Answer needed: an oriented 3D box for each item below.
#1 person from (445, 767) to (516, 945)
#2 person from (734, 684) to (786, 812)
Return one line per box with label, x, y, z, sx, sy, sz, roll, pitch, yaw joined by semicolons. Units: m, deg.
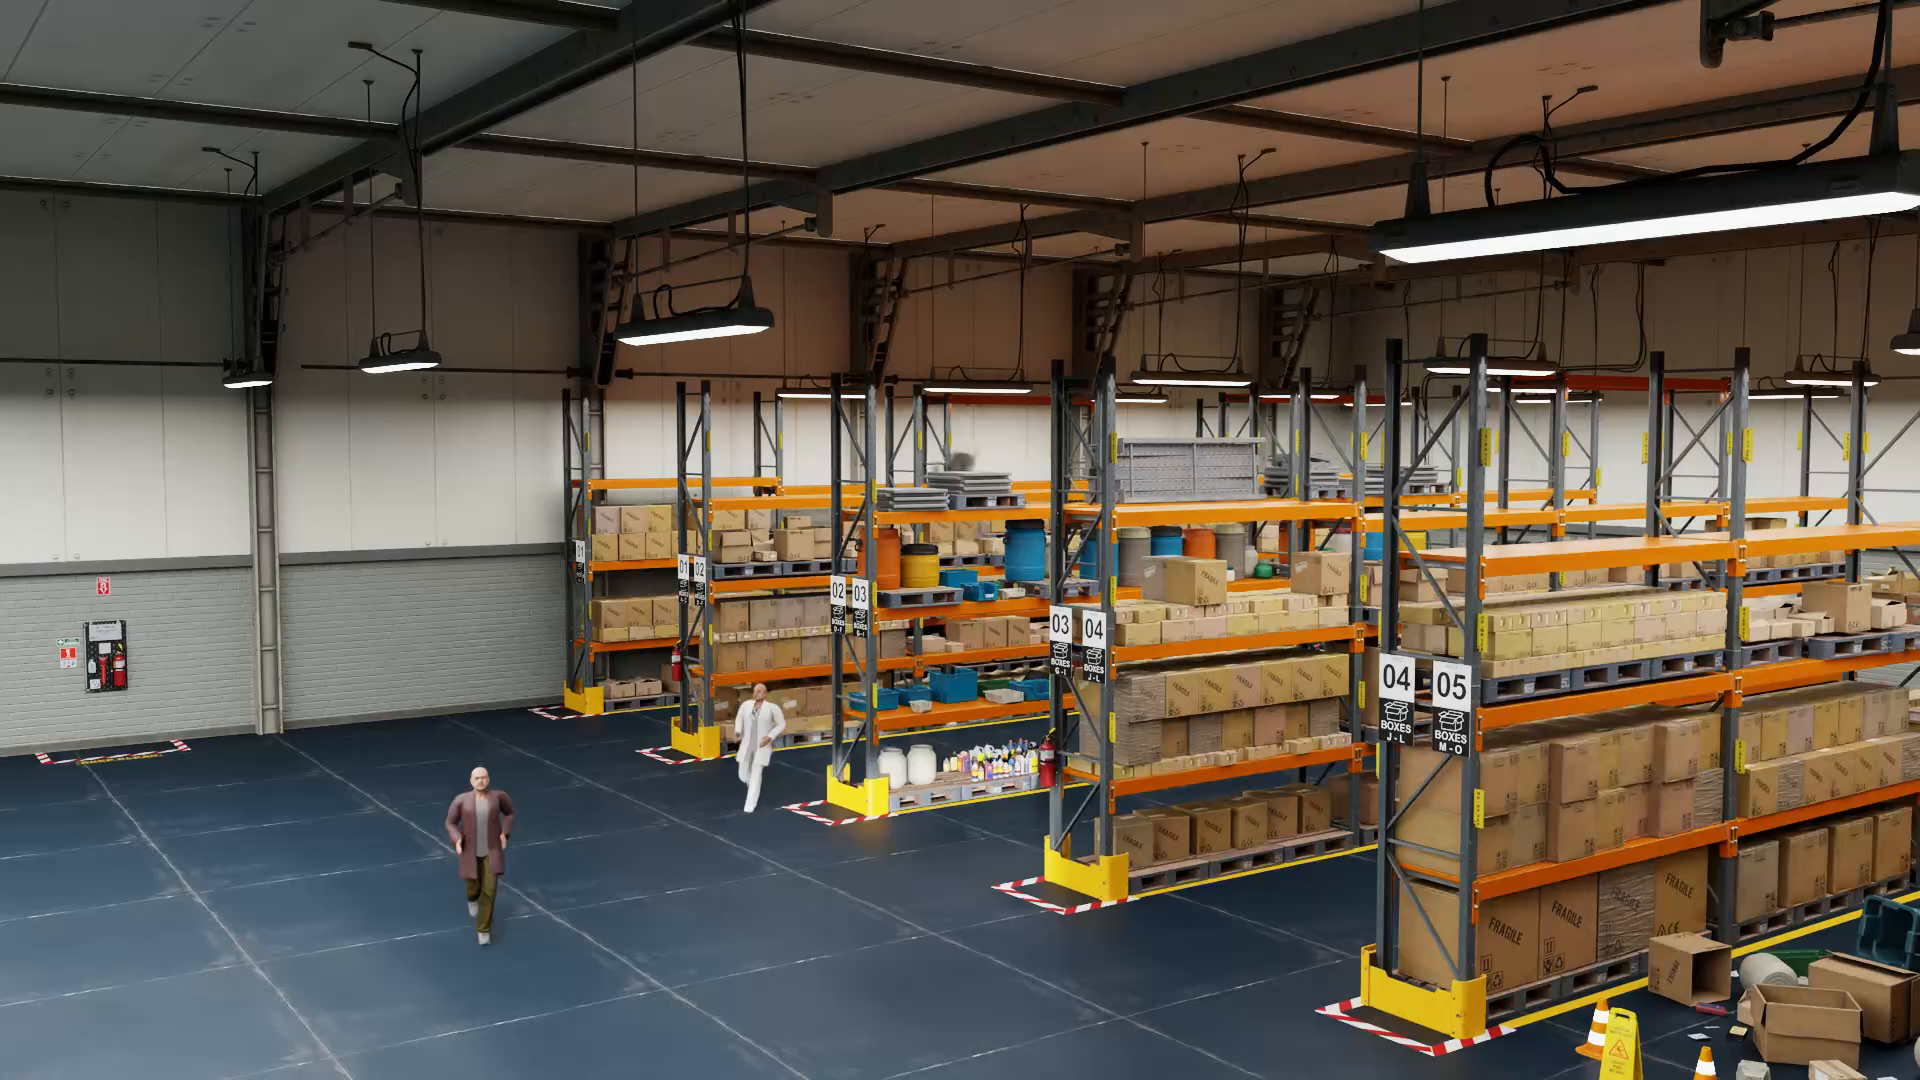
person;-4.913;3.202;17.089;0.712;1.752;0.838;-1;4;-19
person;-2.755;2.835;22.911;0.733;1.737;0.661;1;4;15
